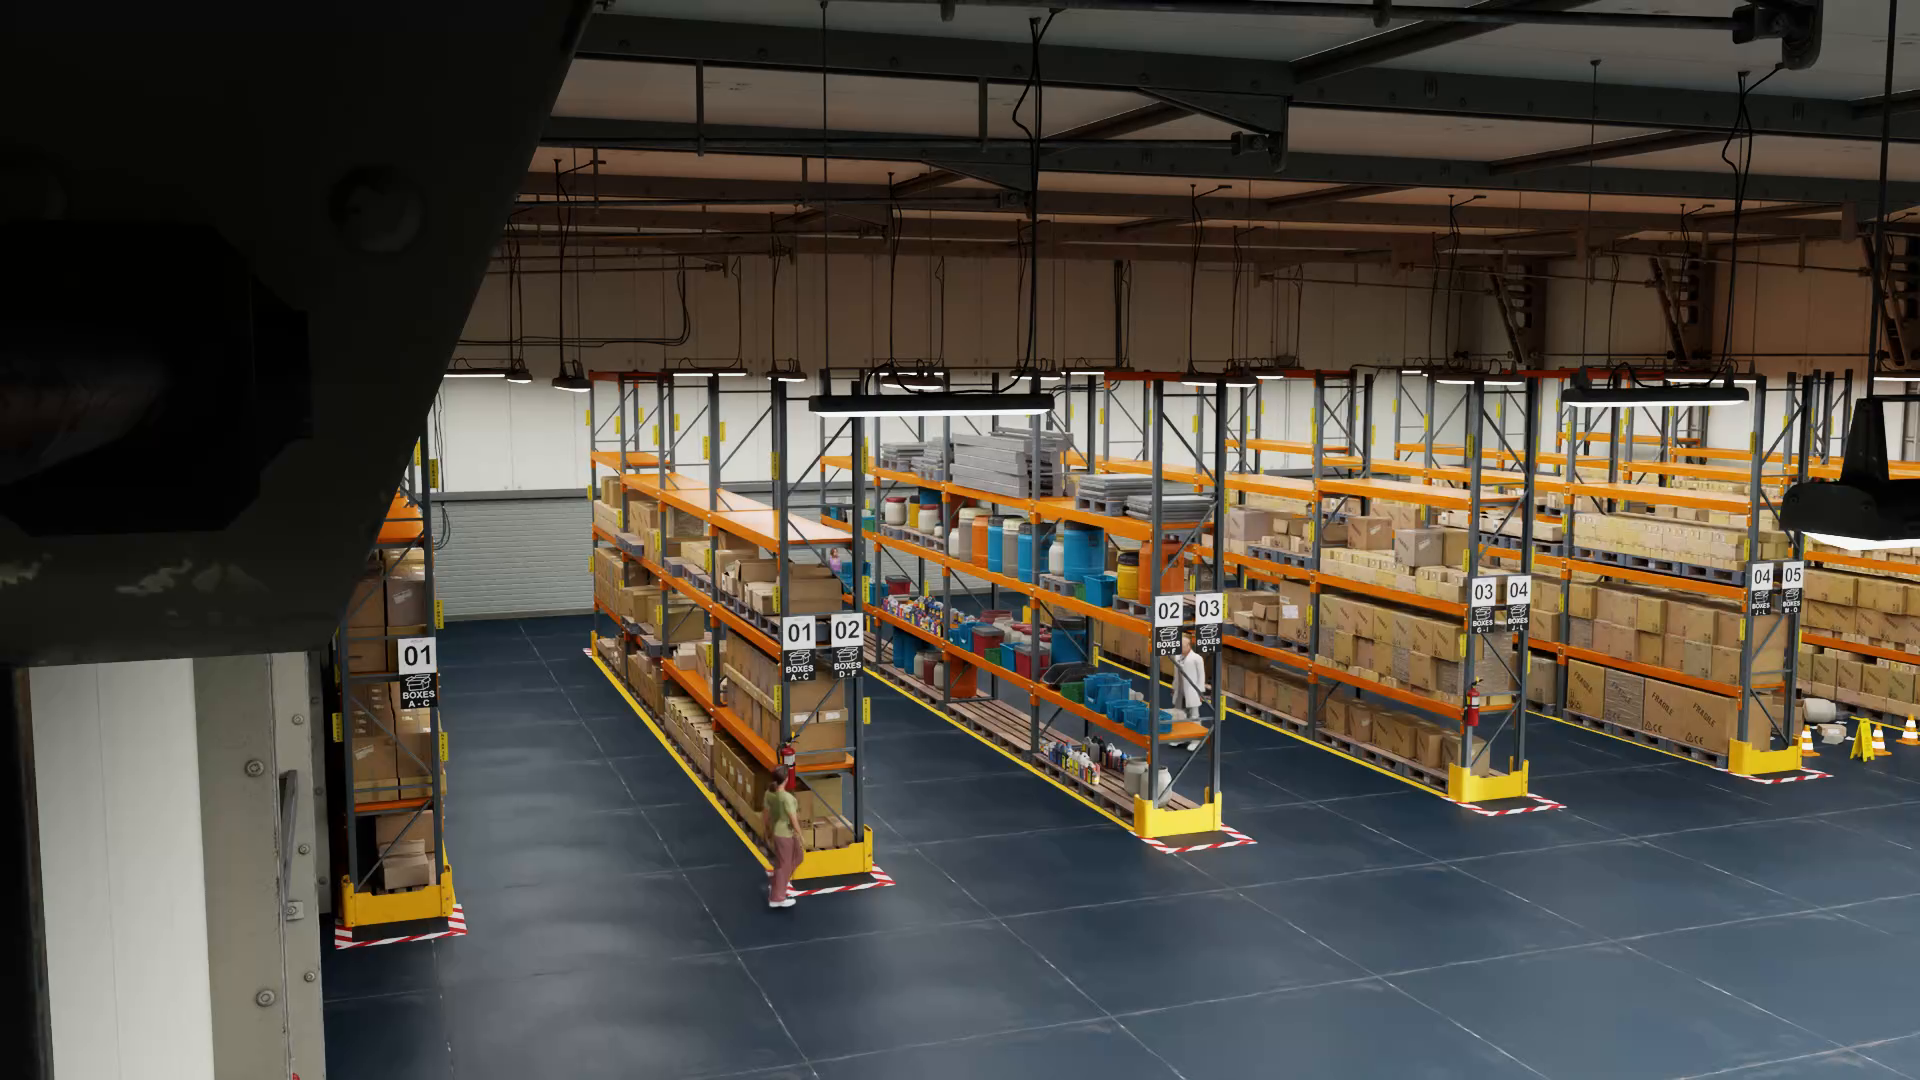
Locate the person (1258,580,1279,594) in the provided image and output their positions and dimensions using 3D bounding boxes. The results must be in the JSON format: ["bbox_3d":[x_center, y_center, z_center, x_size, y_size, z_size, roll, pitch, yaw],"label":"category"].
[{"bbox_3d":[7.643,0.816,41.692,0.901,1.736,0.620,-2,7,-21],"label":"person"}]

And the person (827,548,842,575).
[{"bbox_3d":[-3.086,0.978,40.858,0.463,1.571,0.845,0,6,1],"label":"person"}]

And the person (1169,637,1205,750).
[{"bbox_3d":[3.621,2.454,26.804,0.422,1.779,0.636,-5,8,-40],"label":"person"}]

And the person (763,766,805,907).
[{"bbox_3d":[-1.997,3.373,18.963,0.484,1.653,0.477,-1,7,-12],"label":"person"}]
